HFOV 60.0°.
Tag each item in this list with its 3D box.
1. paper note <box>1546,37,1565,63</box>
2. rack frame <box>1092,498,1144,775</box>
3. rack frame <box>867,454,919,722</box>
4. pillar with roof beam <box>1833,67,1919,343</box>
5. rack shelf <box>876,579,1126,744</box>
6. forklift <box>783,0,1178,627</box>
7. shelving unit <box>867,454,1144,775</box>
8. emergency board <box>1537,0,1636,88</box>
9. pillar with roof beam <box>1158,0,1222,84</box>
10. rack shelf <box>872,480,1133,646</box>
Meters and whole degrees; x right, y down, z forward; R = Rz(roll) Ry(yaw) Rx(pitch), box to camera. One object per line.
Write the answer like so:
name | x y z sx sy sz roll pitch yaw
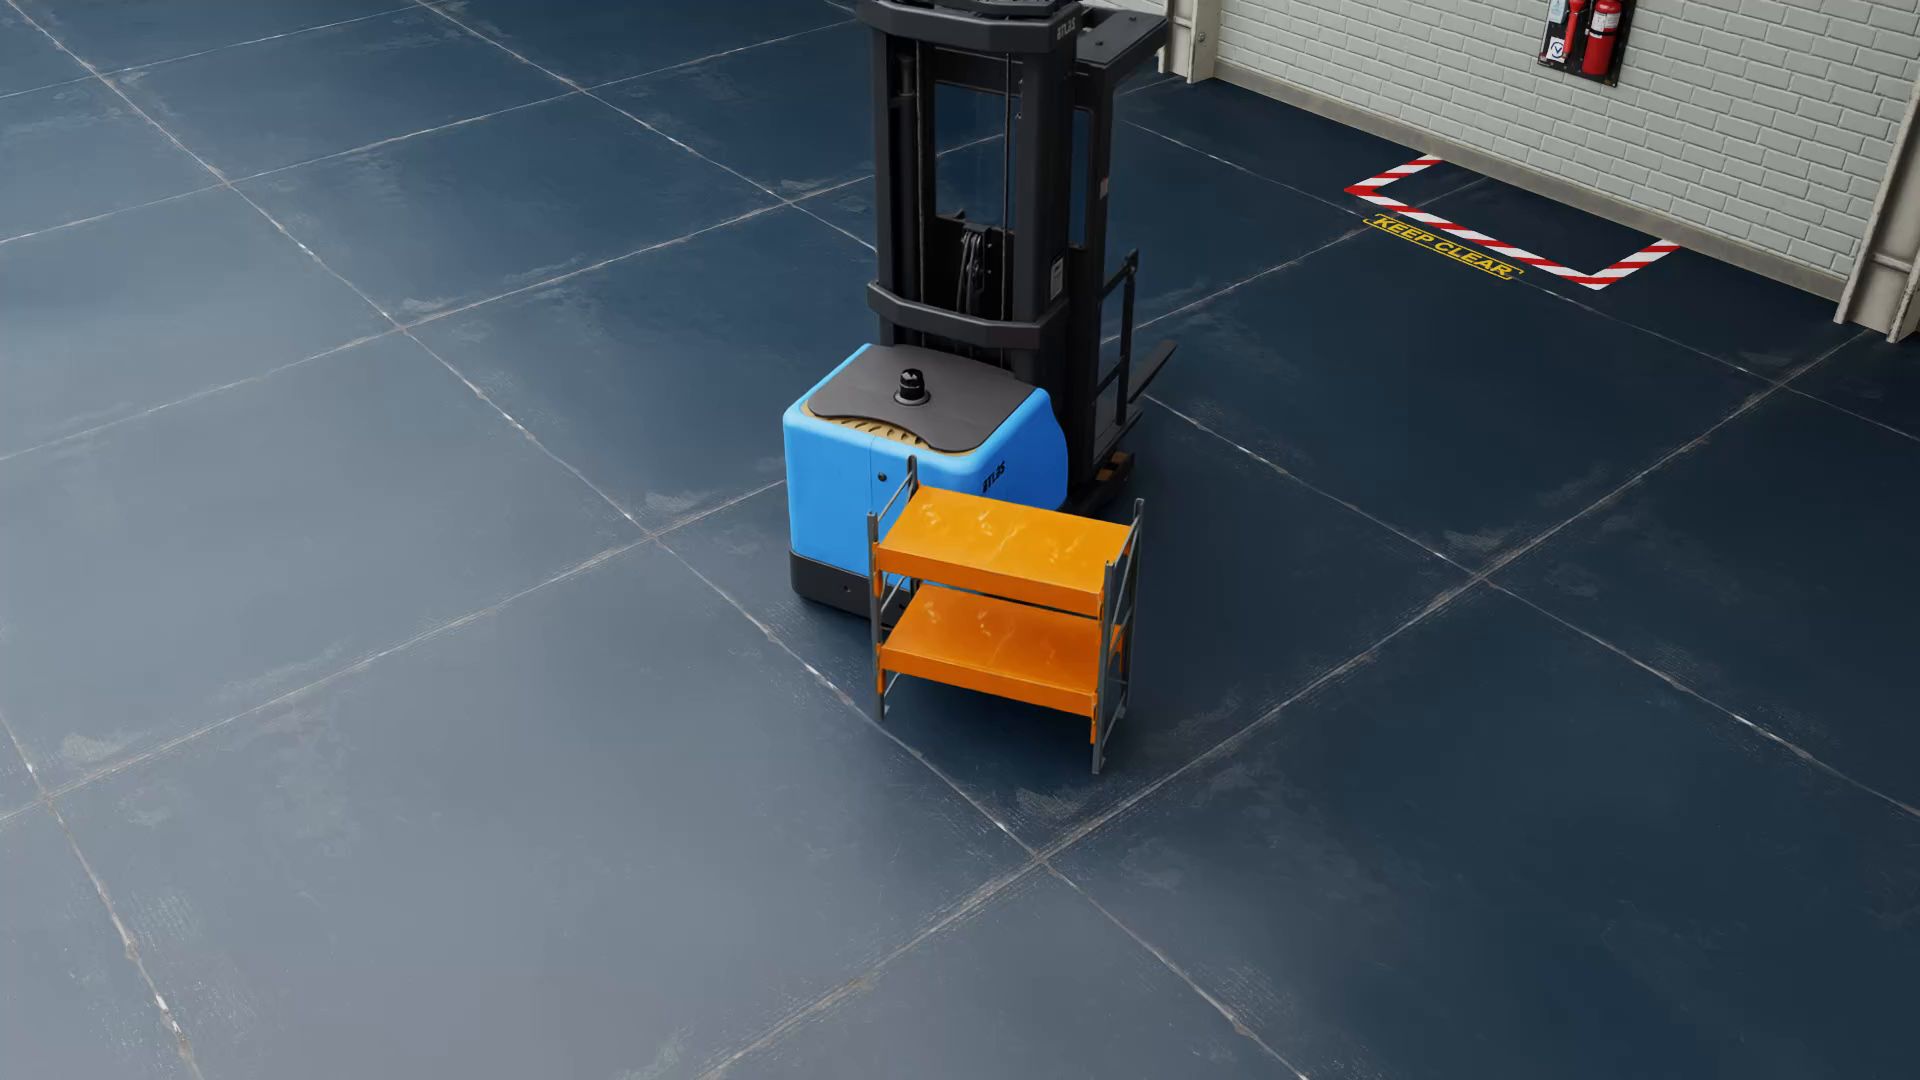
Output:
paper note | 4.197 -3.444 11.681 0.016 0.148 0.142 -26 43 -32
rack frame | 0.671 0.422 7.082 0.032 1.125 0.500 12 37 16
rack frame | -0.286 0.224 7.362 0.032 1.125 0.500 12 37 16
pillar with roof beam | 2.536 -3.437 5.718 9.100 9.000 0.400 -26 43 -32
rack shelf | 0.193 0.522 7.363 1.000 0.278 0.538 12 37 16
forklift | 0.301 -1.526 8.269 1.130 2.935 3.031 17 39 22
shelving unit | 0.193 0.323 7.222 1.048 1.125 0.538 12 37 16
emergency board | 4.259 -3.699 11.279 0.194 1.169 0.643 -26 43 -32
pillar with roof beam | -1.336 -6.086 9.458 9.100 9.000 0.400 -26 43 -32
rack shelf | 0.193 0.084 7.053 1.000 0.278 0.538 12 37 16
